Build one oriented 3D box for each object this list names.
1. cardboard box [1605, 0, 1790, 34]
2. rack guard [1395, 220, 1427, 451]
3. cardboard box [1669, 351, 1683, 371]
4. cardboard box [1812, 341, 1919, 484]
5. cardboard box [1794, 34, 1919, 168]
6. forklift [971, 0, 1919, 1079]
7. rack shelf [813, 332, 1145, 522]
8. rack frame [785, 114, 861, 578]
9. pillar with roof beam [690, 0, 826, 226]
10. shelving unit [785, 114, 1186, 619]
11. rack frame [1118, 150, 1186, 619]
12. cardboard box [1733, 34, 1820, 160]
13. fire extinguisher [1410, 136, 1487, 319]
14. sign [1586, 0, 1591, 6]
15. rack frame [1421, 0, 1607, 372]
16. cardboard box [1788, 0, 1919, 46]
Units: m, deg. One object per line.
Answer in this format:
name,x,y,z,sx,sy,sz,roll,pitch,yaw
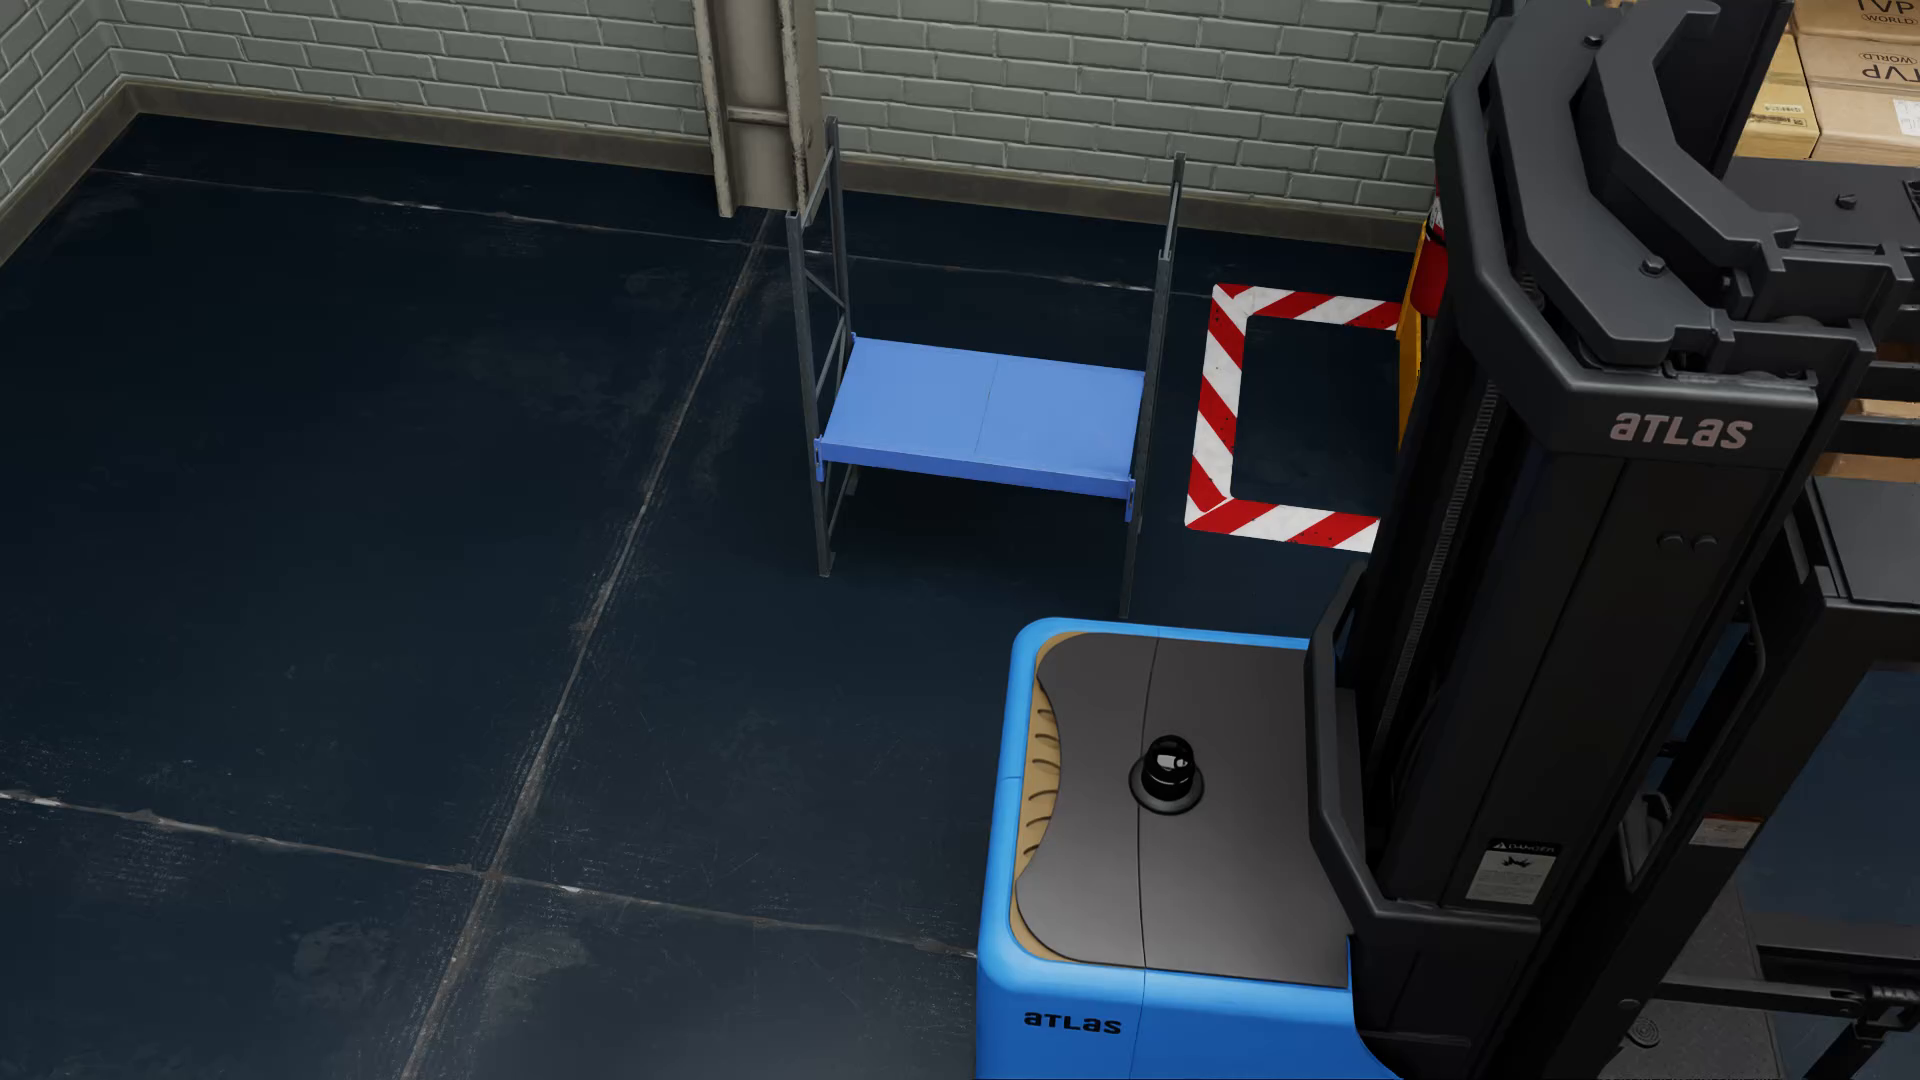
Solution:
cardboard box,2.203,-1.613,5.083,0.500,0.250,0.500,9,49,8
rack guard,1.778,-0.584,5.939,0.348,0.500,1.175,8,49,7
cardboard box,2.289,-0.586,5.656,0.637,0.503,0.797,6,48,5
cardboard box,3.123,-0.443,5.530,0.500,0.500,0.700,9,49,8
cardboard box,2.598,-1.156,4.673,0.500,0.250,0.500,8,49,7
forklift,1.577,0.403,3.418,3.031,2.935,1.130,5,48,4
rack shelf,0.084,-0.370,5.316,1.000,0.185,0.538,8,49,7
rack frame,-0.416,-0.557,5.242,0.032,1.500,0.500,8,49,7
pillar with roof beam,-1.555,-1.300,0.869,0.400,9.000,9.100,8,49,7
shelving unit,0.084,-0.490,5.182,1.048,1.500,0.538,8,49,7
rack frame,0.584,-0.423,5.122,0.032,1.500,0.500,8,49,7
cardboard box,2.102,-1.222,4.732,0.500,0.250,0.500,8,49,7
fire extinguisher,1.477,-0.961,4.899,0.183,0.674,0.296,8,49,7
sign,1.607,-1.322,4.339,0.005,0.325,0.100,8,49,7
rack frame,1.704,-1.430,5.018,0.127,3.000,1.000,8,49,7
cardboard box,2.711,-1.544,5.021,0.500,0.250,0.500,8,49,7
